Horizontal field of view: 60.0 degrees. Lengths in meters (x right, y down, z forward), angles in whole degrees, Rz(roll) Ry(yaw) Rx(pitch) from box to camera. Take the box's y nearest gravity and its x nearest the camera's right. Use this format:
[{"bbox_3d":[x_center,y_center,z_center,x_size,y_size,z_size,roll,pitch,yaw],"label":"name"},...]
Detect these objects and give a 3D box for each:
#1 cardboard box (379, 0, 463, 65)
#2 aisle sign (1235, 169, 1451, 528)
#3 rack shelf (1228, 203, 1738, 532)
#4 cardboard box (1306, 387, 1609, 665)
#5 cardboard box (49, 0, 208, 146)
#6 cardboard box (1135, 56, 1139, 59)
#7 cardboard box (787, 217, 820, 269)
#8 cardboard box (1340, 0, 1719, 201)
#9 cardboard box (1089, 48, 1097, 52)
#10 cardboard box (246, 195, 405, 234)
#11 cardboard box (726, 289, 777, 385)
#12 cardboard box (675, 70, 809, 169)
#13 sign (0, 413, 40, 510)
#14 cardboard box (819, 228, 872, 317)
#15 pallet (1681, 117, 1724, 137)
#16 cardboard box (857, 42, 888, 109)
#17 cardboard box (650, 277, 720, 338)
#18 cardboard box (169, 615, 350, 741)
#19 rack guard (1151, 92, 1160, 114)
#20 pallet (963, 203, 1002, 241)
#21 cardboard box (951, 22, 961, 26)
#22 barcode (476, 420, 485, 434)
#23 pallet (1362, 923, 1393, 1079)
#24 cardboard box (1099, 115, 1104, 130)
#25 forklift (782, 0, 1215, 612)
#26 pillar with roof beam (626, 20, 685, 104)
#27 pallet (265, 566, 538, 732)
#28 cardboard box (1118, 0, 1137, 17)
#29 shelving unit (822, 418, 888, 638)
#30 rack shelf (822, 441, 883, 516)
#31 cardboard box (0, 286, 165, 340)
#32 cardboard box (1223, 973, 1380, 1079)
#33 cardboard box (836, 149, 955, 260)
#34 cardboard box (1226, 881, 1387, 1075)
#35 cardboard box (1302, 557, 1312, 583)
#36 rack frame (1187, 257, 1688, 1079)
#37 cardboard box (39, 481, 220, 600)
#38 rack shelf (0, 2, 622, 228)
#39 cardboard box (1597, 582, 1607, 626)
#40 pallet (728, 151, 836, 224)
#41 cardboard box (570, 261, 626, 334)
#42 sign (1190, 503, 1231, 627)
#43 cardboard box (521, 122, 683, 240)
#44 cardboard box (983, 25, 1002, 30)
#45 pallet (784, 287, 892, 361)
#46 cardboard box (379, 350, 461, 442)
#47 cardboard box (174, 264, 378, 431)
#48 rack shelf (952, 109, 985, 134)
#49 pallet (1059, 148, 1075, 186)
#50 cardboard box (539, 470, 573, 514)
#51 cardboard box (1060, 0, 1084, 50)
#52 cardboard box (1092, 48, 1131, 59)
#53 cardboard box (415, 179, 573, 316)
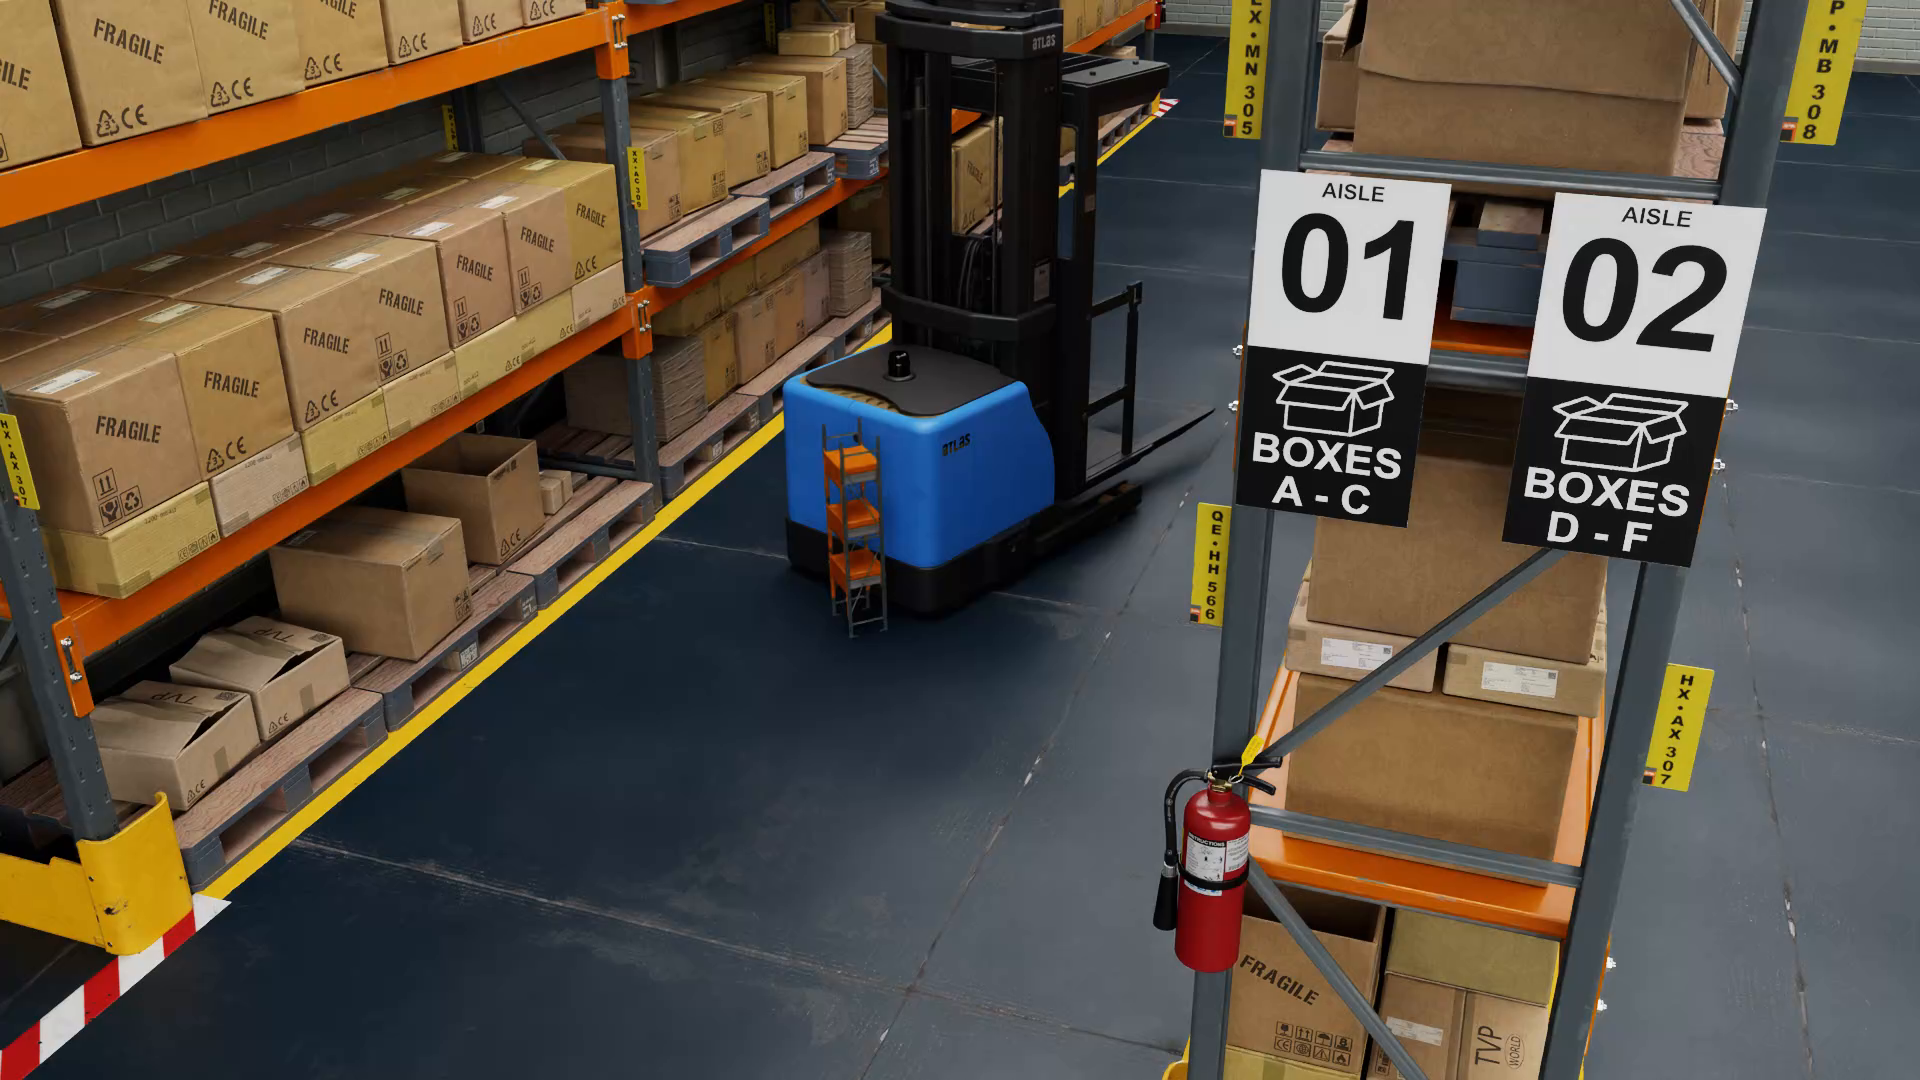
[{"bbox_3d":[-2.475,-2.306,6.992,0.500,0.500,0.500,8,27,15],"label":"cardboard box"},{"bbox_3d":[0.831,-0.410,3.671,0.394,0.787,0.004,9,27,17],"label":"aisle sign"},{"bbox_3d":[1.796,-1.072,5.406,1.077,0.370,4.000,9,27,17],"label":"rack shelf"},{"bbox_3d":[1.315,-0.065,4.338,0.700,0.500,0.500,9,27,18],"label":"cardboard box"},{"bbox_3d":[-2.983,-1.662,5.660,0.500,0.500,0.500,11,28,21],"label":"cardboard box"},{"bbox_3d":[1.643,-5.278,19.095,0.700,0.500,0.500,9,27,17],"label":"cardboard box"},{"bbox_3d":[-1.320,-2.110,11.670,0.500,0.250,0.500,9,27,18],"label":"cardboard box"},{"bbox_3d":[1.325,-1.108,3.894,0.797,0.503,0.637,11,28,21],"label":"cardboard box"},{"bbox_3d":[1.328,-5.442,18.690,0.380,0.149,0.250,9,27,18],"label":"cardboard box"},{"bbox_3d":[-2.912,-1.285,7.750,0.500,0.500,0.500,10,27,19],"label":"cardboard box"},{"bbox_3d":[-1.650,-1.386,11.034,0.700,0.500,0.500,9,27,18],"label":"cardboard box"},{"bbox_3d":[-1.421,-2.762,10.892,0.700,0.500,0.500,9,27,17],"label":"cardboard box"},{"bbox_3d":[-3.031,-0.252,5.335,0.100,0.325,0.005,9,27,17],"label":"sign"},{"bbox_3d":[-1.071,-1.998,12.298,0.700,0.500,0.500,9,27,18],"label":"cardboard box"},{"bbox_3d":[1.794,-1.324,5.203,1.003,0.211,1.213,9,27,17],"label":"pallet"},{"bbox_3d":[-0.477,-3.579,12.721,0.500,0.500,0.500,10,27,19],"label":"cardboard box"},{"bbox_3d":[-1.839,-1.482,10.371,0.500,0.250,0.500,8,27,16],"label":"cardboard box"},{"bbox_3d":[-3.038,0.566,7.220,0.500,0.311,0.500,11,28,22],"label":"cardboard box"},{"bbox_3d":[1.790,-5.401,19.831,1.175,0.500,0.348,9,27,17],"label":"rack guard"},{"bbox_3d":[-0.139,-2.786,14.762,1.003,0.211,1.213,9,27,17],"label":"pallet"},{"bbox_3d":[-0.308,-4.124,12.986,0.500,0.250,0.500,8,27,17],"label":"cardboard box"},{"bbox_3d":[-2.617,-0.615,9.074,0.001,0.075,0.075,9,27,17],"label":"barcode"},{"bbox_3d":[1.345,1.710,5.475,1.003,0.211,1.213,9,27,17],"label":"pallet"},{"bbox_3d":[1.139,-4.645,17.789,0.700,0.500,0.500,9,27,19],"label":"cardboard box"},{"bbox_3d":[0.395,-1.531,9.050,1.130,2.935,3.031,19,32,35],"label":"forklift"},{"bbox_3d":[1.931,-4.896,9.035,9.100,9.000,0.400,9,27,17],"label":"pillar with roof beam"},{"bbox_3d":[-2.806,0.454,8.069,1.003,0.211,1.213,9,27,17],"label":"pallet"},{"bbox_3d":[1.390,-6.140,18.144,0.980,0.700,0.700,9,27,17],"label":"cardboard box"},{"bbox_3d":[-0.514,-0.053,8.147,0.215,1.050,0.252,-12,29,-21],"label":"shelving unit"},{"bbox_3d":[-0.518,-0.297,8.025,0.215,0.259,0.240,-12,29,-21],"label":"rack shelf"},{"bbox_3d":[-3.409,-0.650,6.439,0.500,0.500,0.500,9,27,18],"label":"cardboard box"},{"bbox_3d":[1.030,1.561,5.257,0.500,0.250,0.500,9,27,17],"label":"cardboard box"},{"bbox_3d":[-0.512,-2.733,13.438,0.750,0.750,0.750,8,27,17],"label":"cardboard box"},{"bbox_3d":[1.028,1.223,5.094,0.500,0.500,0.500,9,27,17],"label":"cardboard box"},{"bbox_3d":[1.163,0.146,4.646,0.380,0.149,0.250,9,27,19],"label":"cardboard box"},{"bbox_3d":[1.130,0.776,4.206,1.000,3.000,0.127,9,27,17],"label":"rack frame"},{"bbox_3d":[-3.081,-0.037,6.034,0.500,0.250,0.500,8,27,16],"label":"cardboard box"},{"bbox_3d":[-2.877,-1.789,6.887,1.077,0.370,4.000,9,27,17],"label":"rack shelf"},{"bbox_3d":[1.549,0.200,4.536,0.380,0.149,0.250,8,27,16],"label":"cardboard box"},{"bbox_3d":[-1.500,-2.323,10.826,1.003,0.211,1.213,9,27,17],"label":"pallet"},{"bbox_3d":[-2.083,-1.288,8.617,0.500,0.250,0.500,9,27,18],"label":"cardboard box"},{"bbox_3d":[0.623,0.064,4.076,0.100,0.325,0.005,9,27,17],"label":"sign"},{"bbox_3d":[-2.010,-2.032,9.385,0.700,0.500,0.500,9,27,18],"label":"cardboard box"},{"bbox_3d":[0.038,-4.212,14.028,0.500,0.500,0.500,10,27,19],"label":"cardboard box"},{"bbox_3d":[-1.142,-1.653,12.421,1.003,0.211,1.213,9,27,17],"label":"pallet"},{"bbox_3d":[-2.576,-0.668,7.337,0.500,0.250,0.500,9,27,18],"label":"cardboard box"},{"bbox_3d":[-2.748,-0.786,6.719,0.500,0.500,0.500,8,27,16],"label":"cardboard box"},{"bbox_3d":[-0.215,-3.727,14.330,1.077,0.370,4.000,9,27,17],"label":"rack shelf"},{"bbox_3d":[0.778,-3.918,17.101,1.003,0.211,1.213,9,27,17],"label":"pallet"},{"bbox_3d":[-2.361,-0.283,9.140,0.380,0.166,0.250,5,26,11],"label":"cardboard box"},{"bbox_3d":[0.647,-5.228,16.261,0.980,0.700,0.700,9,27,18],"label":"cardboard box"},{"bbox_3d":[1.688,-5.386,18.573,0.380,0.149,0.250,9,27,19],"label":"cardboard box"},{"bbox_3d":[-2.238,-1.419,8.027,0.500,0.500,0.500,9,27,17],"label":"cardboard box"}]
